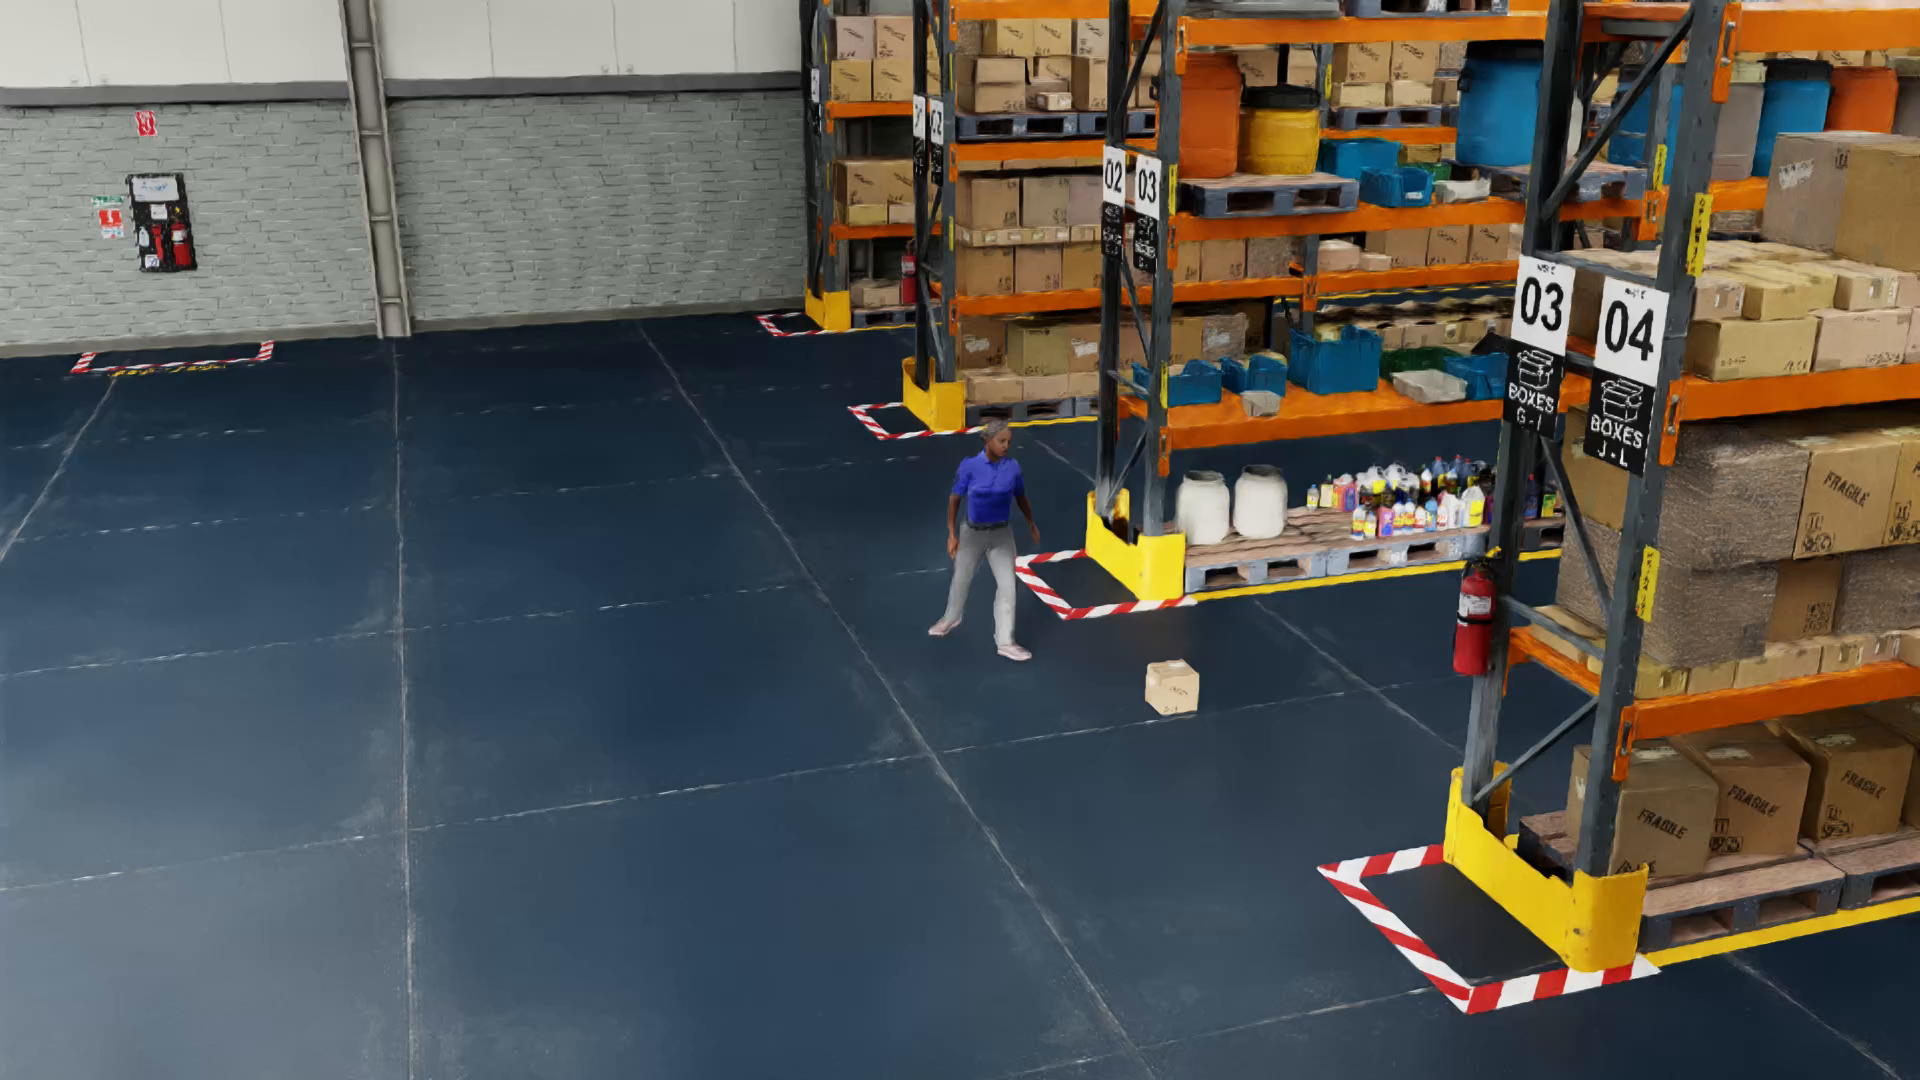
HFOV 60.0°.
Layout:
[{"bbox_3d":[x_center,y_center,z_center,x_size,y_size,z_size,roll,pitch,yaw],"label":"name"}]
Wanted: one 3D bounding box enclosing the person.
[{"bbox_3d":[0.217,-0.041,11.208,0.749,1.634,0.745,-7,21,-19],"label":"person"}]
